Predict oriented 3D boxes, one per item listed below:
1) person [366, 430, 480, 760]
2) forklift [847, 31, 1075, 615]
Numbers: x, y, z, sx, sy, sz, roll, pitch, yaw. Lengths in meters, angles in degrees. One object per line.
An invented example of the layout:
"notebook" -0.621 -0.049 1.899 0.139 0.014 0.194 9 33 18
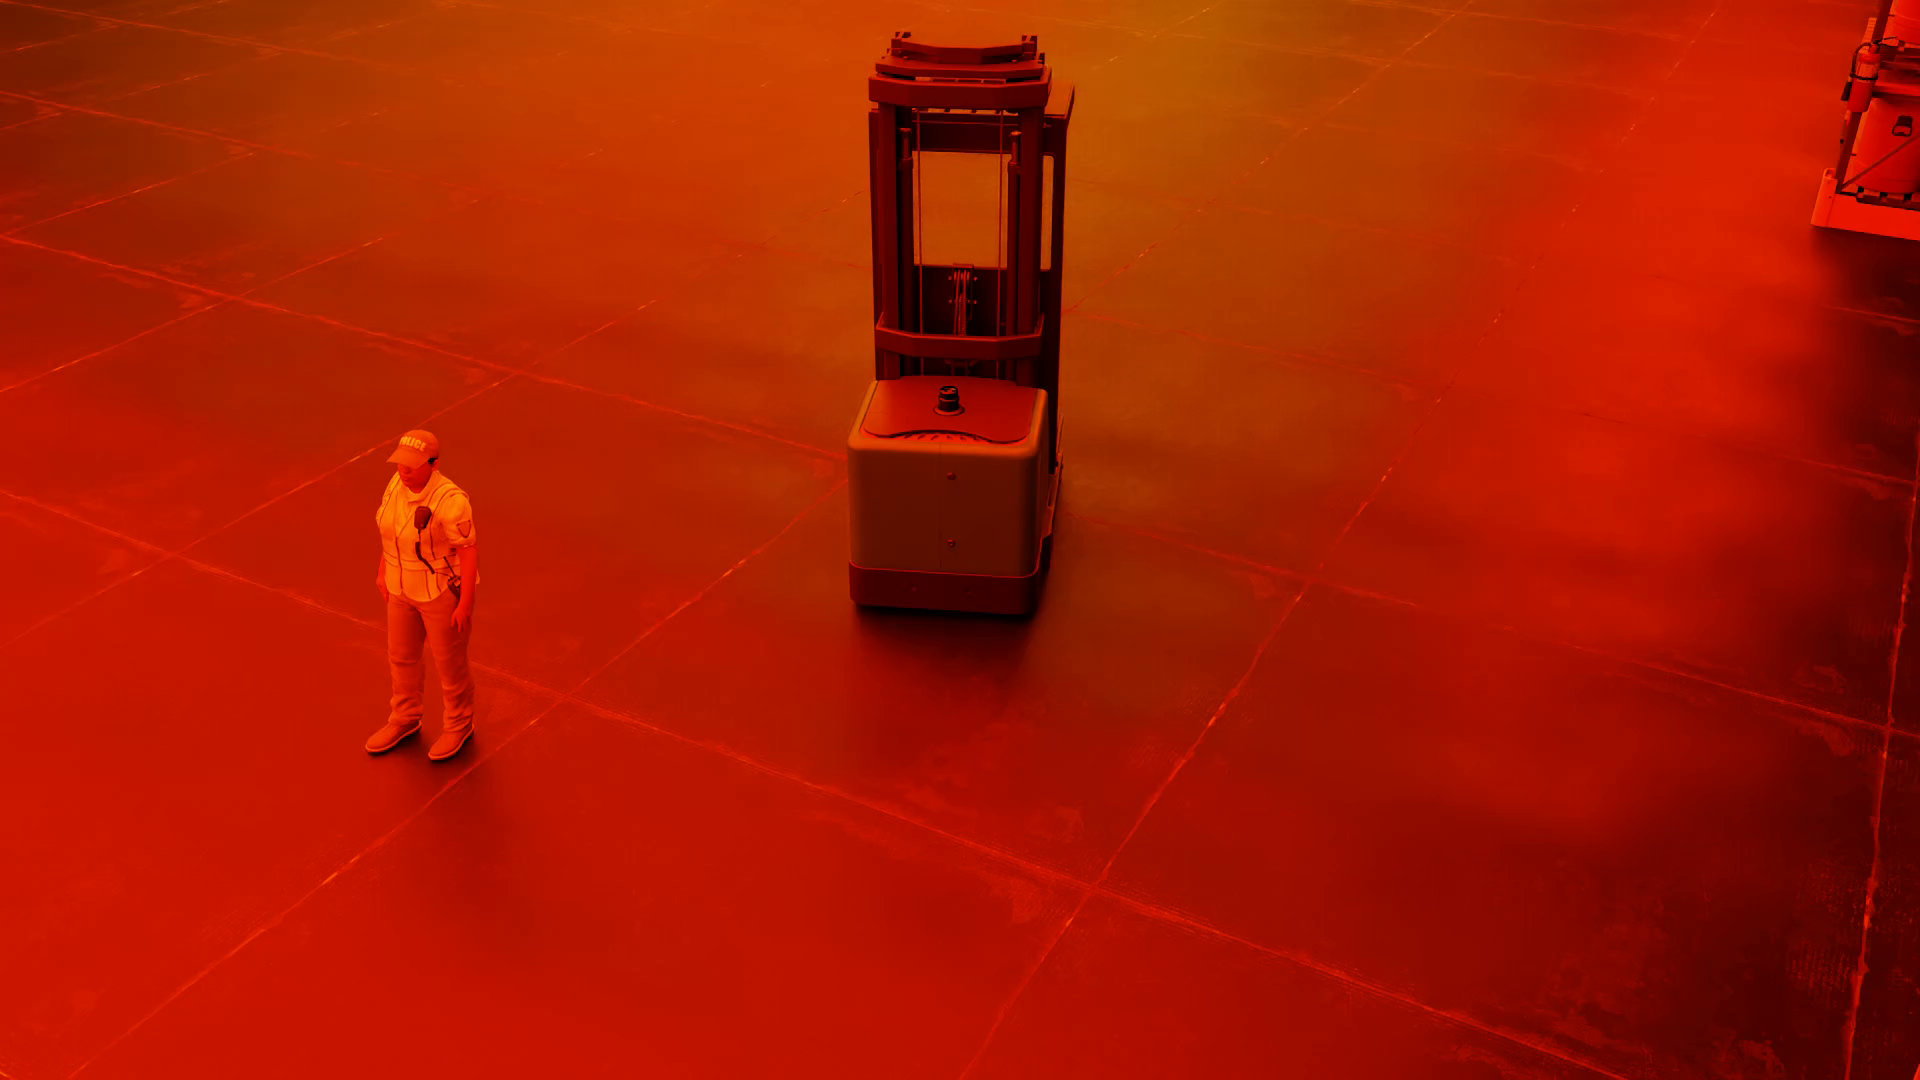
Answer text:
"person" -2.565 0.272 7.849 0.599 1.671 0.529 16 33 25
"forklift" 0.072 -1.572 9.794 1.130 2.935 3.031 3 30 6
